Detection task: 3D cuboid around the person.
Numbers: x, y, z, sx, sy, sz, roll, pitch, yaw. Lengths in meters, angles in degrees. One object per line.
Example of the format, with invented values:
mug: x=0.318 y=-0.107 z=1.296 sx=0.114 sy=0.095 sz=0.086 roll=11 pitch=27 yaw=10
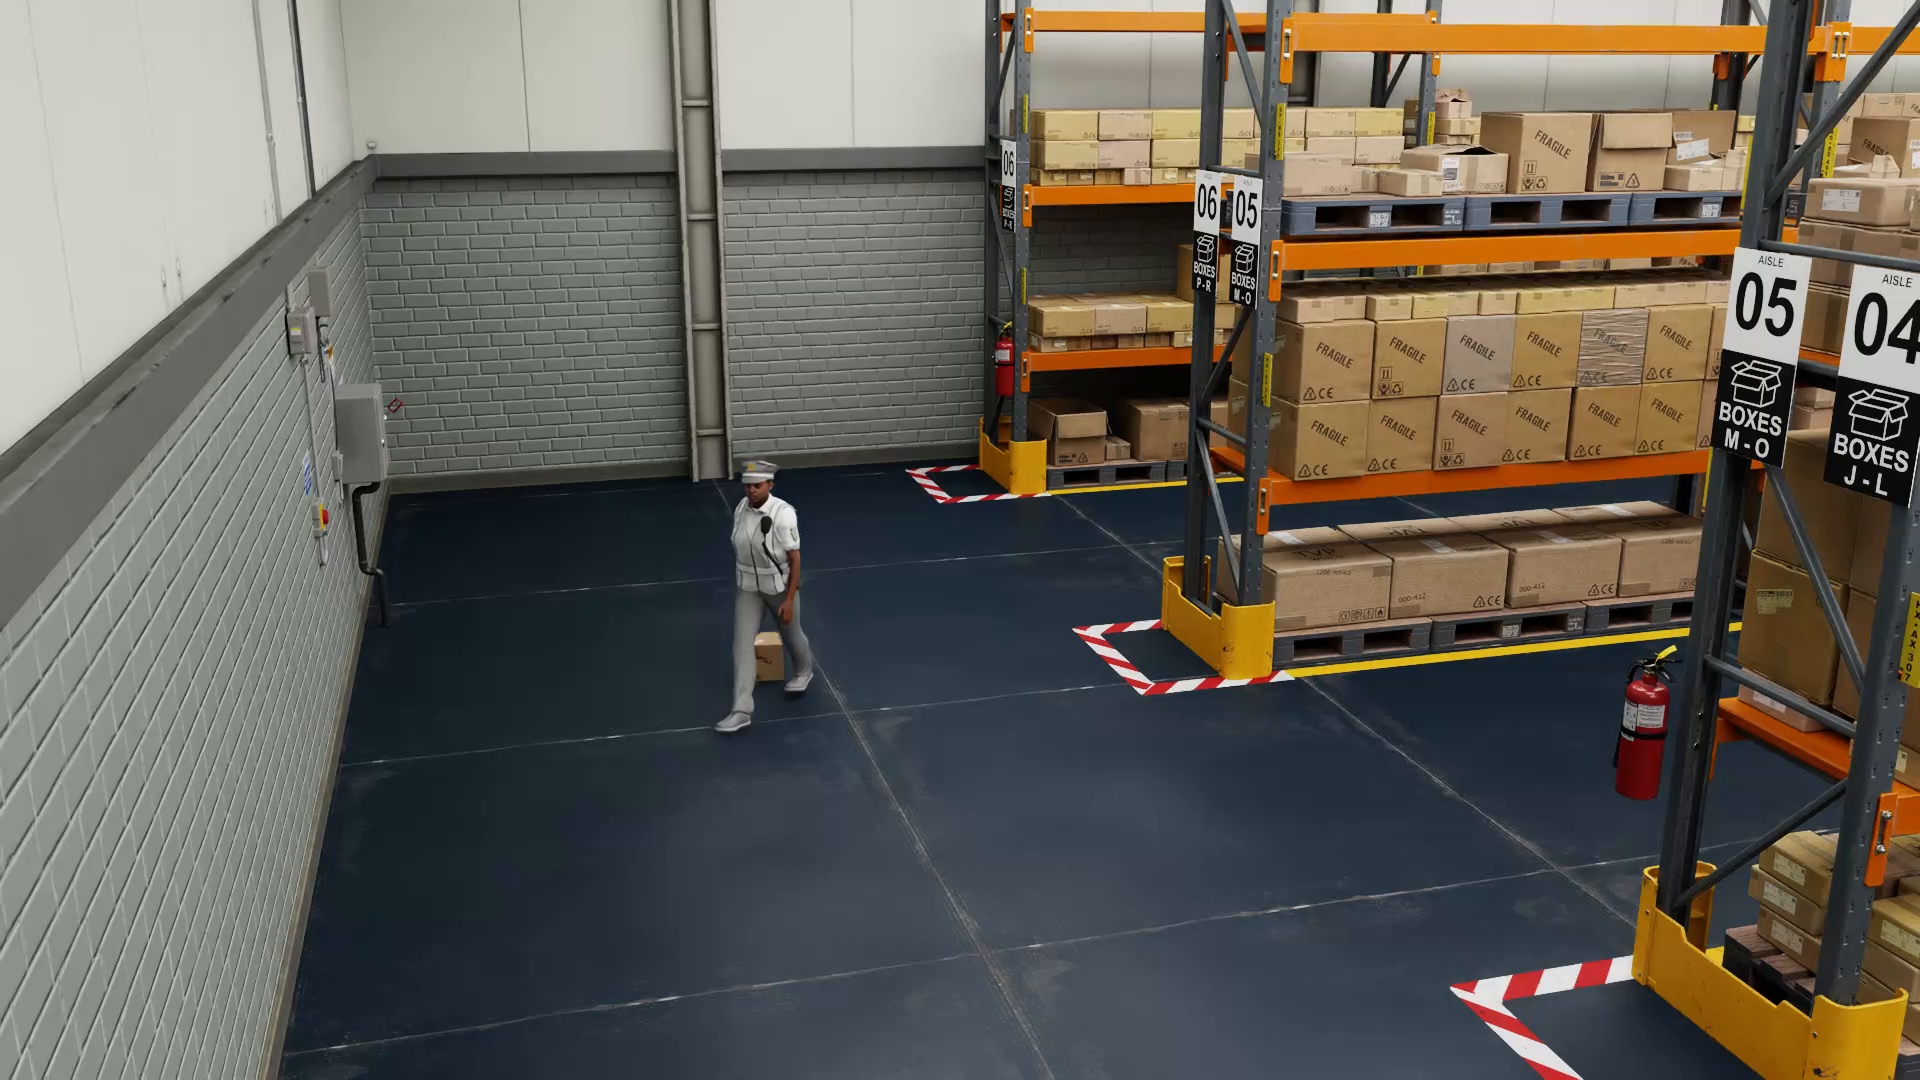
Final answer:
person: x=-1.161 y=0.279 z=10.040 sx=0.476 sy=1.618 sz=1.032 roll=5 pitch=17 yaw=17
